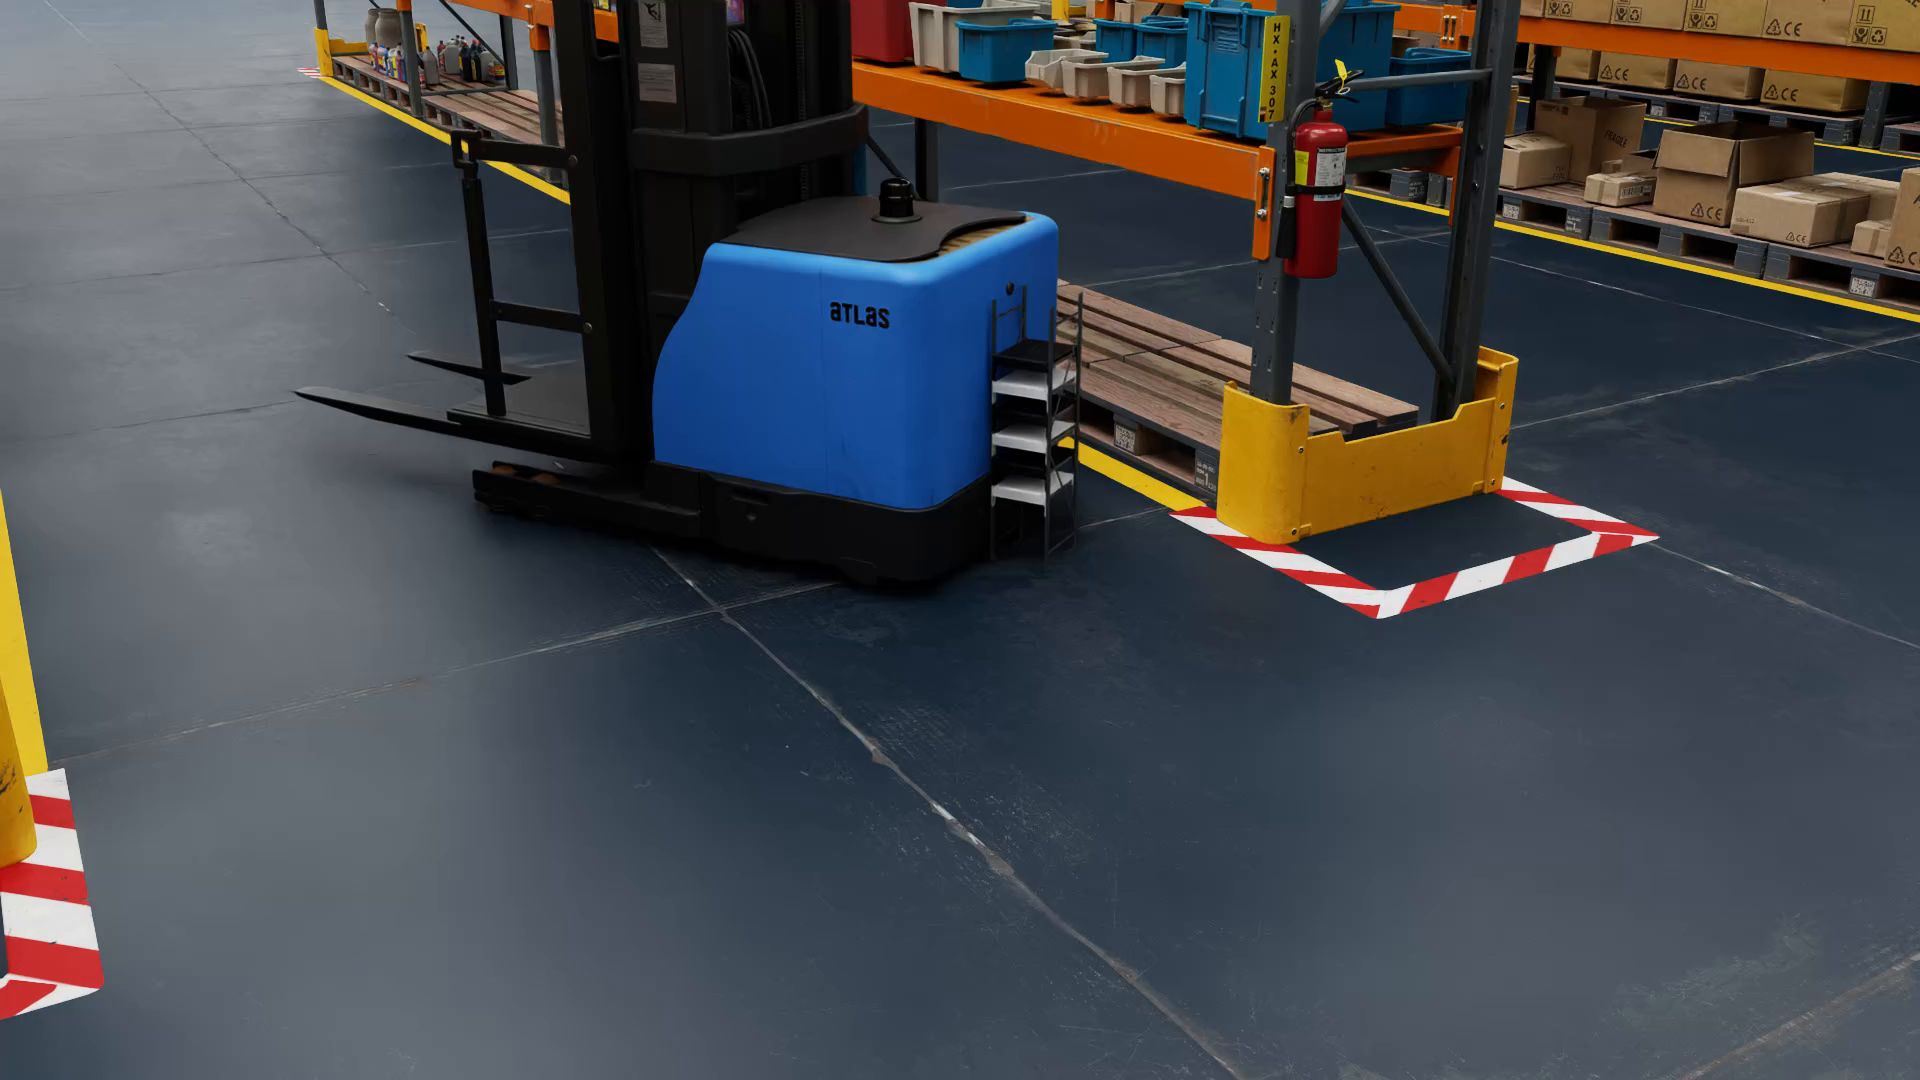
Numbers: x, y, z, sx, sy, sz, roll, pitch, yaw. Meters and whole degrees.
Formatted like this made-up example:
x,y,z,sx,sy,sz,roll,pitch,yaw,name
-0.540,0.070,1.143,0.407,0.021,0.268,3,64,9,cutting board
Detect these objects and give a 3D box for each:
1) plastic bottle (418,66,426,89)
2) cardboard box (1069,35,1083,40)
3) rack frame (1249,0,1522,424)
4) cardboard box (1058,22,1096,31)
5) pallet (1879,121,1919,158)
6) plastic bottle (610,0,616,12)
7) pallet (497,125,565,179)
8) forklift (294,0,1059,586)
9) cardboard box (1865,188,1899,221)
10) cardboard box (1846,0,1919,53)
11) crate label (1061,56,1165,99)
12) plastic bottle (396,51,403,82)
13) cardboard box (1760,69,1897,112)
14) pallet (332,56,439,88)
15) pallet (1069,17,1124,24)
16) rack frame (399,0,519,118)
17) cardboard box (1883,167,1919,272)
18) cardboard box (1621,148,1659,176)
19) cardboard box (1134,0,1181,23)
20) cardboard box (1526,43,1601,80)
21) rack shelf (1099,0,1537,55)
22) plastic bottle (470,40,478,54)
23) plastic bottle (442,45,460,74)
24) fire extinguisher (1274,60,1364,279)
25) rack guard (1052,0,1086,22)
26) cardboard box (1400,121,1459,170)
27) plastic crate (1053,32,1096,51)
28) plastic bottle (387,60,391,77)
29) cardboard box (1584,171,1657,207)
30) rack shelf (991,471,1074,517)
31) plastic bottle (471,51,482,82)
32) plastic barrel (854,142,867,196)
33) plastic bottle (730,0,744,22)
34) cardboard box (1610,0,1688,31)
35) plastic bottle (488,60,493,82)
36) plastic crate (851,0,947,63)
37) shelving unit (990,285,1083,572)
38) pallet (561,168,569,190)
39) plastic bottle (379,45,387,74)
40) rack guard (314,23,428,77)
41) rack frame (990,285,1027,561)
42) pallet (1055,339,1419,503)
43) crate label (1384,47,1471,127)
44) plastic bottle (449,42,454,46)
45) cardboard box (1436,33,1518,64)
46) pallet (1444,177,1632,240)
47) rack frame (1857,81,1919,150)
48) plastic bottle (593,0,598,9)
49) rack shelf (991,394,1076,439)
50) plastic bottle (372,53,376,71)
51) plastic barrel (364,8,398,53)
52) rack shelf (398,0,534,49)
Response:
x,y,z,sx,sy,sz,roll,pitch,yaw,name
-5.116,-4.385,15.749,0.097,0.201,0.097,0,22,0,plastic bottle
1.161,-4.380,14.953,0.500,0.311,0.500,-12,25,-27,cardboard box
1.467,-1.536,5.607,1.000,3.000,0.127,-13,25,-28,rack frame
1.092,-4.818,16.030,0.500,0.311,0.500,-13,26,-30,cardboard box
8.262,-3.183,13.363,1.003,0.211,1.213,-13,25,-28,pallet
-2.218,-3.553,10.741,0.097,0.271,0.097,0,22,0,plastic bottle
-2.982,-3.092,13.139,1.003,0.211,1.213,-13,25,-28,pallet
-1.191,-1.589,5.828,3.031,2.935,1.130,11,25,26,forklift
5.438,-1.810,9.348,0.500,0.250,0.500,-13,25,-28,cardboard box
4.996,-2.794,8.568,0.500,0.500,0.500,-12,25,-28,cardboard box
0.596,-1.853,6.657,0.396,0.136,0.243,-13,25,-28,crate label
-5.457,-4.626,16.232,0.061,0.283,0.133,-11,24,-25,plastic bottle
7.497,-4.120,14.263,0.750,0.750,0.750,-12,25,-28,cardboard box
-6.216,-5.144,18.187,1.003,0.211,1.213,-13,25,-28,pallet
2.234,-7.035,22.838,1.003,0.211,1.213,-13,25,-28,pallet
-4.663,-5.421,15.164,1.000,3.000,0.127,-13,25,-28,rack frame
5.238,-1.662,8.652,0.500,0.500,0.500,-13,25,-28,cardboard box
4.602,-2.368,10.640,0.500,0.311,0.500,-13,25,-28,cardboard box
2.710,-6.994,21.770,0.700,0.500,0.500,-14,26,-32,cardboard box
6.160,-4.967,16.344,0.750,0.750,0.750,-13,25,-29,cardboard box
2.662,-4.097,12.862,1.077,0.370,4.000,-13,25,-28,rack shelf
-4.815,-4.799,16.569,0.144,0.351,0.185,-14,26,-30,plastic bottle
-5.146,-4.866,16.832,0.152,0.276,0.135,-13,25,-28,plastic bottle
1.153,-1.191,5.356,0.296,0.674,0.183,-13,25,-28,fire extinguisher
1.850,-7.438,23.448,1.175,0.500,0.348,-13,25,-28,rack guard
3.186,-2.933,11.779,0.500,0.500,0.500,-13,25,-29,cardboard box
0.572,-2.231,7.586,0.293,0.136,0.466,-13,25,-28,plastic crate
-5.666,-4.734,16.607,0.097,0.201,0.097,0,22,0,plastic bottle
4.163,-2.218,10.463,0.380,0.166,0.250,-13,25,-28,cardboard box
0.251,-0.169,5.599,0.200,0.077,0.258,11,25,26,rack shelf
-4.729,-4.632,16.247,0.061,0.283,0.133,-13,25,-28,plastic bottle
-0.840,-2.233,9.550,0.600,0.901,0.708,-13,25,-28,plastic barrel
-1.213,-2.908,9.138,0.061,0.283,0.133,-13,25,-28,plastic bottle
4.228,-3.284,9.774,0.500,0.500,0.500,-13,25,-29,cardboard box
-4.553,-4.581,16.231,0.097,0.201,0.097,0,22,0,plastic bottle
-0.336,-2.551,7.939,0.402,0.464,0.583,-13,25,-28,plastic crate
0.251,-0.367,5.519,0.210,0.900,0.258,11,25,26,shelving unit
-2.181,-2.587,11.895,1.003,0.211,1.213,-13,25,-28,pallet
-5.822,-4.865,16.836,0.097,0.271,0.097,0,22,0,plastic bottle
-6.627,-5.542,18.782,1.175,0.500,0.348,-13,25,-28,rack guard
0.161,-0.385,5.564,0.006,0.900,0.240,11,25,26,rack frame
1.079,-0.519,6.807,1.003,0.211,1.213,-13,25,-28,pallet
1.624,-1.629,5.979,0.416,0.233,0.303,-13,25,-28,crate label
-5.215,-5.015,17.200,0.152,0.276,0.135,-13,26,-30,plastic bottle
5.485,-5.300,17.603,0.700,0.500,0.500,-12,25,-27,cardboard box
4.034,-2.268,11.111,1.003,0.211,1.213,-13,25,-28,pallet
7.941,-4.736,13.481,1.000,3.000,0.127,-13,25,-28,rack frame
-2.411,-3.667,11.006,0.061,0.283,0.133,-13,25,-28,plastic bottle
0.251,-0.419,5.498,0.200,0.077,0.258,11,25,26,rack shelf
-5.995,-4.942,17.120,0.097,0.201,0.097,0,22,0,plastic bottle
-6.304,-5.559,18.251,0.421,0.512,0.421,0,22,0,plastic barrel
-3.641,-4.440,13.706,1.077,0.370,4.000,-13,25,-28,rack shelf
